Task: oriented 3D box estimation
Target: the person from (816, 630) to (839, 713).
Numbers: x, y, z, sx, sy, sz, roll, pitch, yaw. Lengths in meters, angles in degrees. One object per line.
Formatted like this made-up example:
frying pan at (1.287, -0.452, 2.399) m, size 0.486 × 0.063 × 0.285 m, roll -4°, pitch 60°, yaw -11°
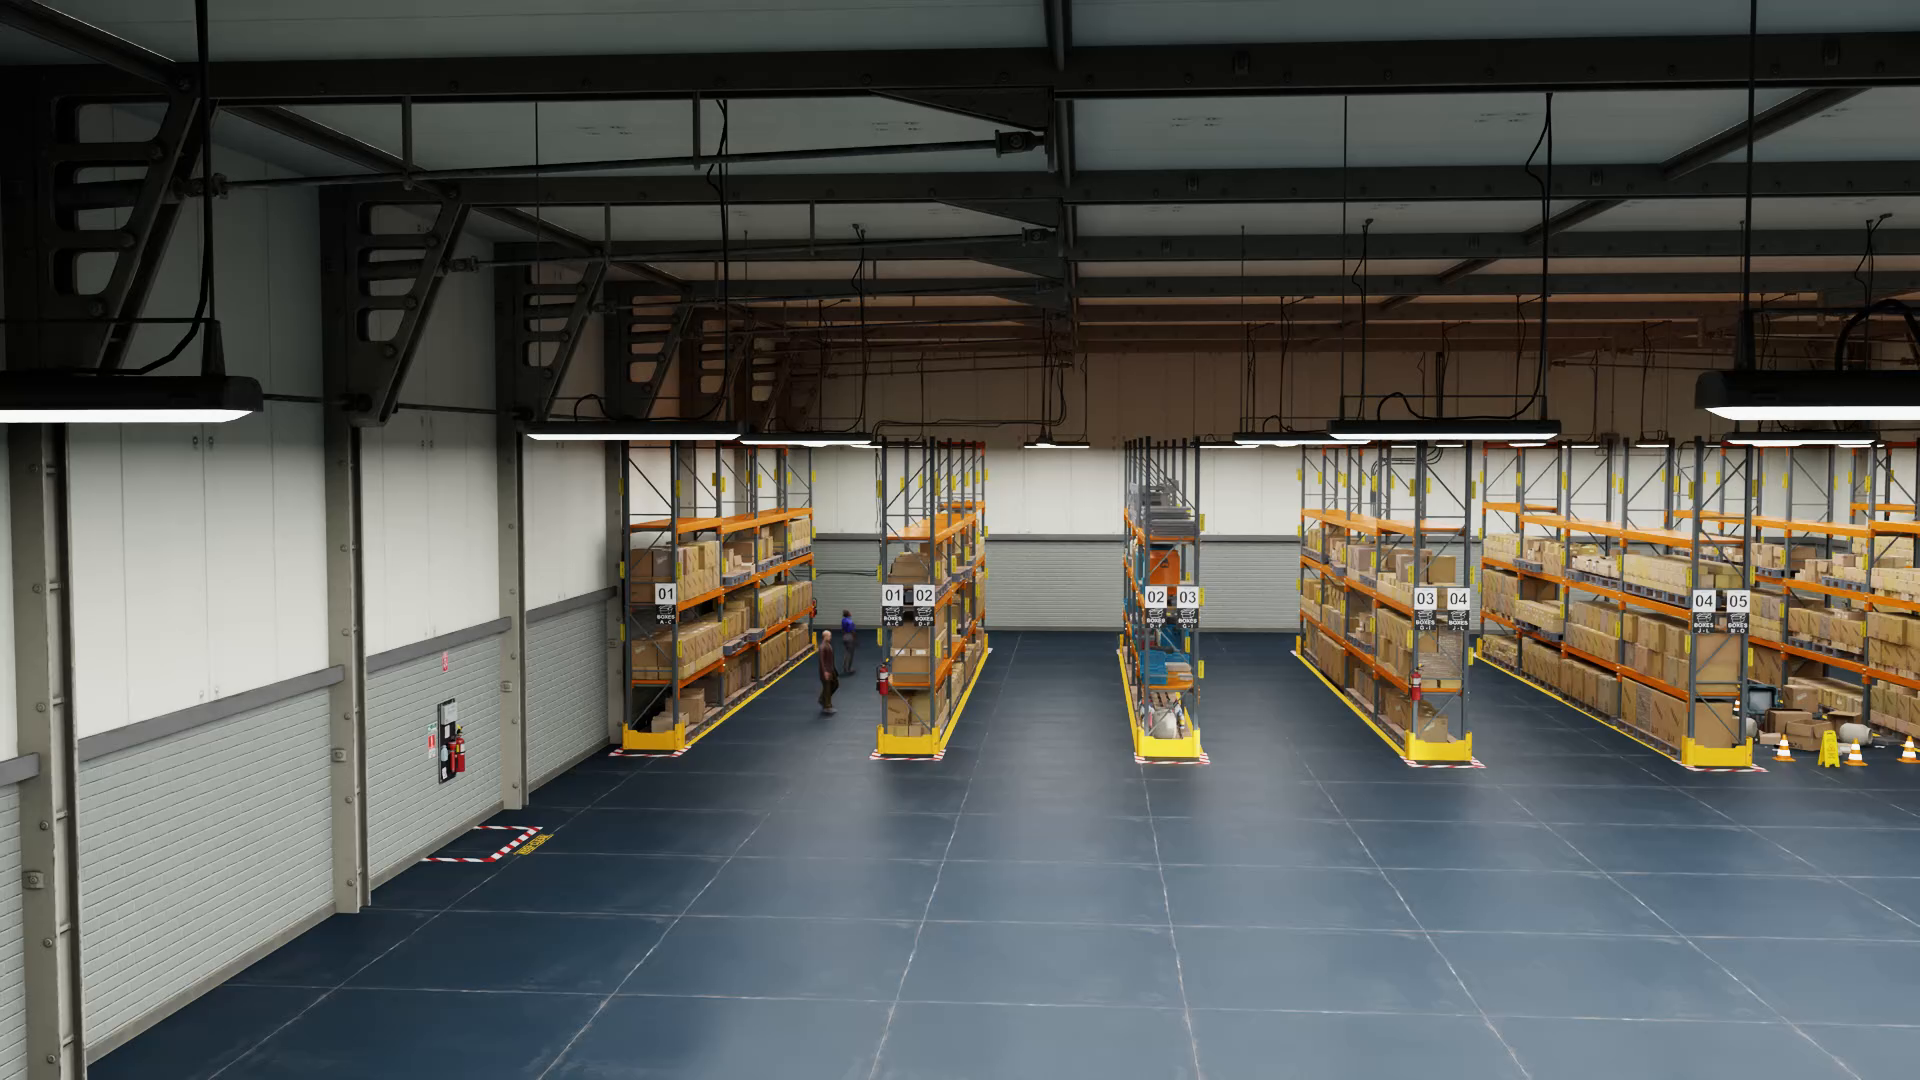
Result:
person at (-2.892, 2.930, 36.519) m, size 0.625 × 1.682 × 0.717 m, roll 1°, pitch 3°, yaw 19°

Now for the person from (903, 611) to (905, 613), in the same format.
person at (-1.448, 2.314, 47.971) m, size 0.970 × 1.641 × 0.524 m, roll -2°, pitch 4°, yaw -33°

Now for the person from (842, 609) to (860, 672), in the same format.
person at (-2.831, 2.598, 42.951) m, size 0.441 × 1.655 × 0.466 m, roll -3°, pitch 4°, yaw -42°
